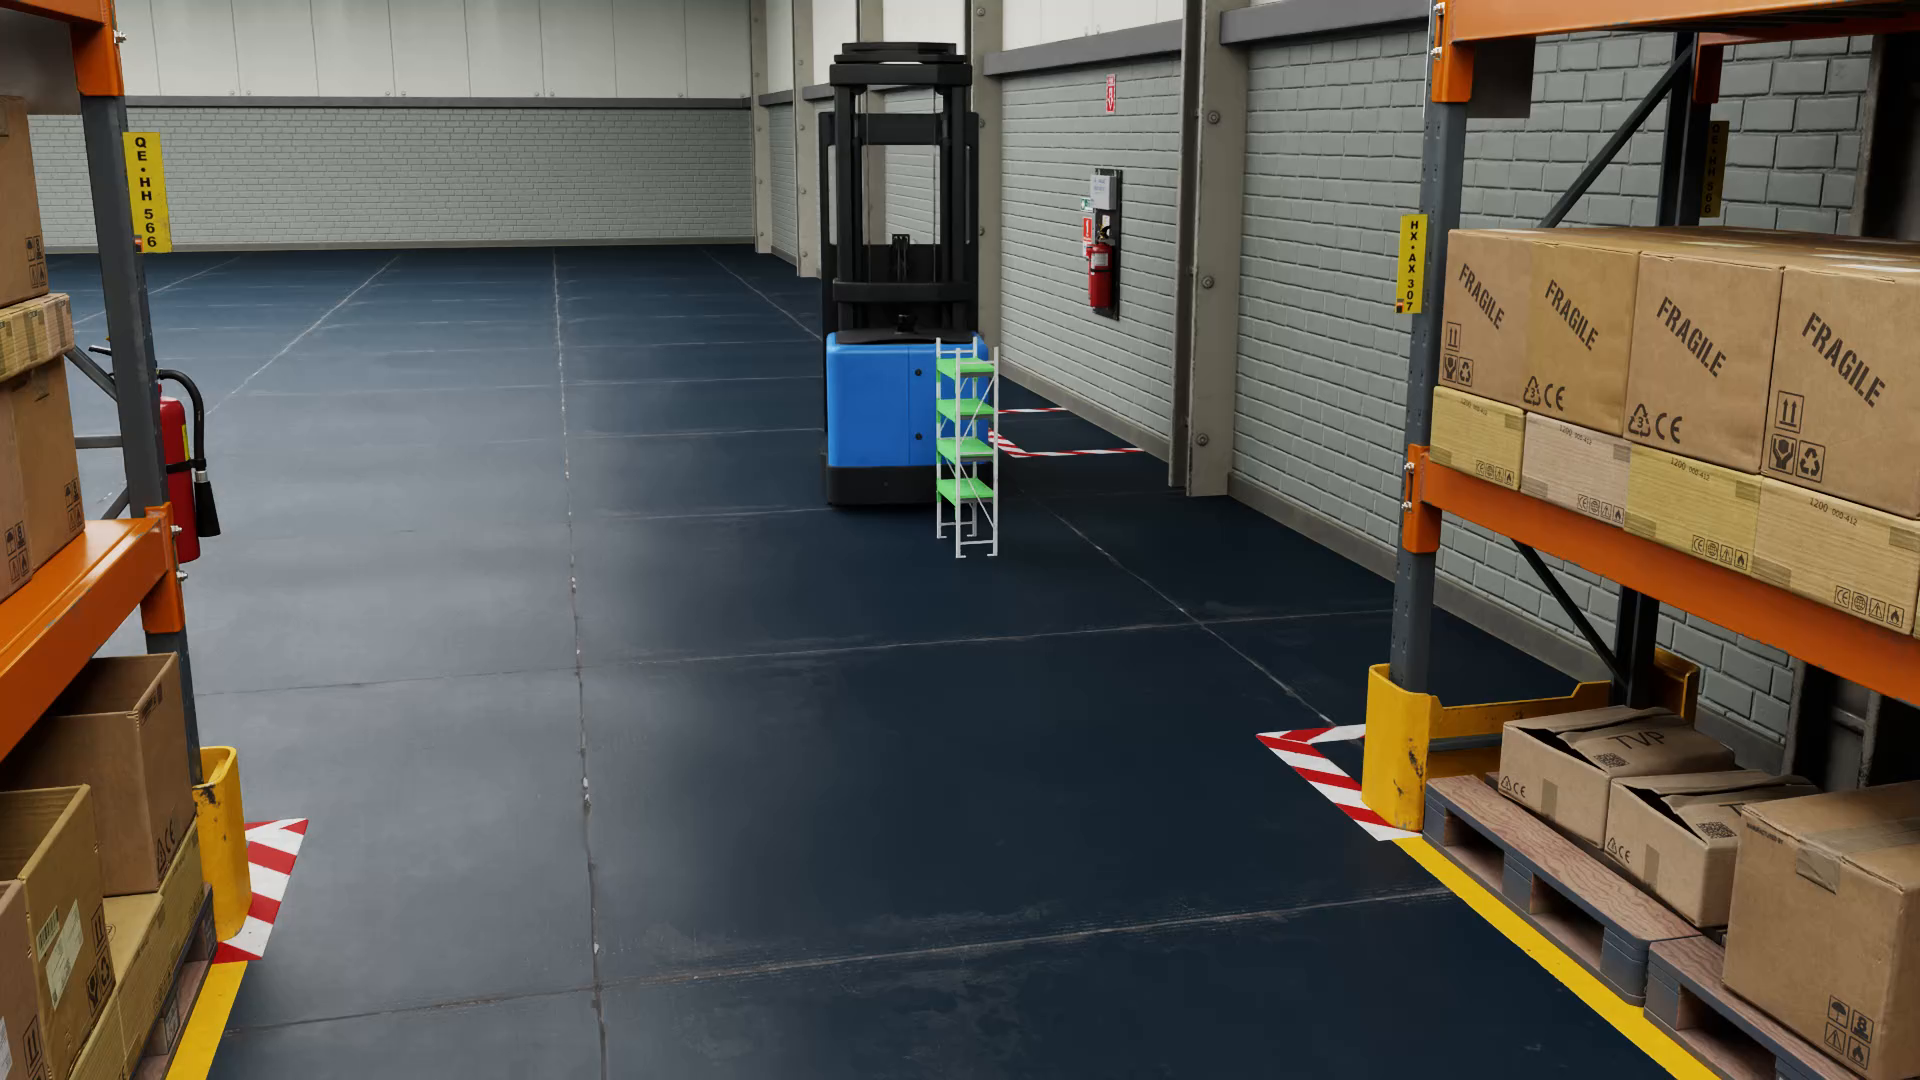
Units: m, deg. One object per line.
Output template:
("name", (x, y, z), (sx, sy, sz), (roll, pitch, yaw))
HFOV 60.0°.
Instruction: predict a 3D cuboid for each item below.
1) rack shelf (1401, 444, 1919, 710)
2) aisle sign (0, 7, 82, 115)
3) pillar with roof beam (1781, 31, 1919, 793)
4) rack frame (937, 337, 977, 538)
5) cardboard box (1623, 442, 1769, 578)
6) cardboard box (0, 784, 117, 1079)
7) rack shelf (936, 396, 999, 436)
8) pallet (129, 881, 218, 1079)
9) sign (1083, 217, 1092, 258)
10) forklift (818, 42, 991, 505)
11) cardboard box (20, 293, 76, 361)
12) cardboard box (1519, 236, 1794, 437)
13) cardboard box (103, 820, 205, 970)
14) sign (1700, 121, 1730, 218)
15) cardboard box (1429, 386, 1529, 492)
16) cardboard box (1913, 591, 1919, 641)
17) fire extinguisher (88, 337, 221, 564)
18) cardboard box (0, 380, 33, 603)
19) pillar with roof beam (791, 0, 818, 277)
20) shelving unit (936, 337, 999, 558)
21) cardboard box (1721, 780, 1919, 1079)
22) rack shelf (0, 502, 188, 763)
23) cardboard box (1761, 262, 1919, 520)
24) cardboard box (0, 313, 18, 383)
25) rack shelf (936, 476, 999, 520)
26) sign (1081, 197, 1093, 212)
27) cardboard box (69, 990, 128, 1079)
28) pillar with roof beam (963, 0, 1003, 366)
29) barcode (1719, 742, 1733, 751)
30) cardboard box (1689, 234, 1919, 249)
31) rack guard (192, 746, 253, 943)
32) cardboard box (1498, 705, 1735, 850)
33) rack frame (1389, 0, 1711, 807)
("rack shelf", (2.507, 0.280, 3.976), (1.077, 0.370, 4.000), (-3, 14, -13))
("aisle sign", (-2.506, -1.548, 4.466), (0.394, 0.787, 0.004), (-3, 14, -13))
("pillar with roof beam", (-1.142, -3.092, 3.622), (9.100, 9.000, 0.400), (-3, 14, -13))
("rack frame", (-0.018, -0.601, 9.859), (0.240, 1.200, 0.015), (-3, 14, -13))
("cardboard box", (2.093, -0.101, 4.292), (0.500, 0.250, 0.500), (-4, 14, -14))
("cardboard box", (-2.112, 0.851, 3.454), (0.500, 0.500, 0.500), (-3, 14, -13))
("rack shelf", (0.039, -0.716, 9.587), (0.258, 0.148, 0.480), (-3, 14, -13))
("pallet", (-2.556, 1.275, 4.264), (1.003, 0.211, 1.213), (-3, 14, -13))
("sign", (1.061, -2.525, 13.865), (0.001, 0.329, 0.234), (-3, 14, -13))
("forklift", (-0.435, -1.944, 11.708), (1.130, 2.935, 3.031), (-1, 14, -4))
("cardboard box", (-2.502, -0.540, 4.240), (0.380, 0.149, 0.250), (-4, 14, -14))
("cardboard box", (1.964, -0.591, 4.718), (0.500, 0.500, 0.500), (-3, 14, -13))
("cardboard box", (-2.363, 0.985, 4.483), (0.500, 0.250, 0.500), (-3, 14, -13))
("sign", (2.582, -1.273, 5.712), (0.100, 0.325, 0.005), (-3, 14, -13))
("cardboard box", (1.844, -0.337, 5.262), (0.500, 0.250, 0.500), (-4, 14, -15))
("cardboard box", (2.329, 0.132, 3.340), (0.500, 0.250, 0.500), (-3, 14, -13))
("fire extinguisher", (-2.353, -0.269, 4.873), (0.296, 0.674, 0.183), (-3, 14, -13))
("cardboard box", (-2.551, -0.073, 3.696), (0.700, 0.500, 0.500), (-3, 14, -12))
("pillar with roof beam", (-6.778, -8.629, 26.284), (9.100, 9.000, 0.400), (-3, 14, -13))
("shelving unit", (0.039, -0.545, 9.628), (0.258, 1.200, 0.503), (-3, 14, -13))
("cardboard box", (2.370, 0.938, 4.108), (0.700, 0.500, 0.500), (-4, 14, -17))
("rack shelf", (-2.307, 0.557, 2.843), (1.077, 0.370, 4.000), (-3, 14, -13))
("cardboard box", (2.212, -0.353, 3.744), (0.500, 0.500, 0.500), (-3, 14, -11))
("cardboard box", (-2.379, -0.421, 3.751), (0.380, 0.149, 0.250), (-3, 14, -14))
("rack shelf", (0.039, -0.249, 9.700), (0.258, 0.148, 0.480), (-3, 14, -13))
("sign", (1.053, -2.780, 13.796), (0.001, 0.109, 0.331), (-3, 14, -13))
("cardboard box", (-2.115, 1.215, 3.542), (0.500, 0.250, 0.500), (-3, 14, -13))
("pillar with roof beam", (-3.960, -5.860, 14.953), (9.100, 9.000, 0.400), (-3, 14, -13))
("barcode", (2.506, 0.704, 5.446), (0.001, 0.075, 0.075), (-3, 14, -13))
("cardboard box", (2.464, -0.618, 4.832), (0.500, 0.500, 0.500), (-3, 14, -12))
("rack guard", (-2.782, 0.955, 4.965), (1.175, 0.500, 0.348), (-3, 14, -13))
("cardboard box", (2.113, 0.726, 5.373), (0.500, 0.311, 0.500), (-5, 15, -20))
("rack frame", (2.038, -0.531, 5.780), (1.000, 3.000, 0.127), (-3, 14, -13))
